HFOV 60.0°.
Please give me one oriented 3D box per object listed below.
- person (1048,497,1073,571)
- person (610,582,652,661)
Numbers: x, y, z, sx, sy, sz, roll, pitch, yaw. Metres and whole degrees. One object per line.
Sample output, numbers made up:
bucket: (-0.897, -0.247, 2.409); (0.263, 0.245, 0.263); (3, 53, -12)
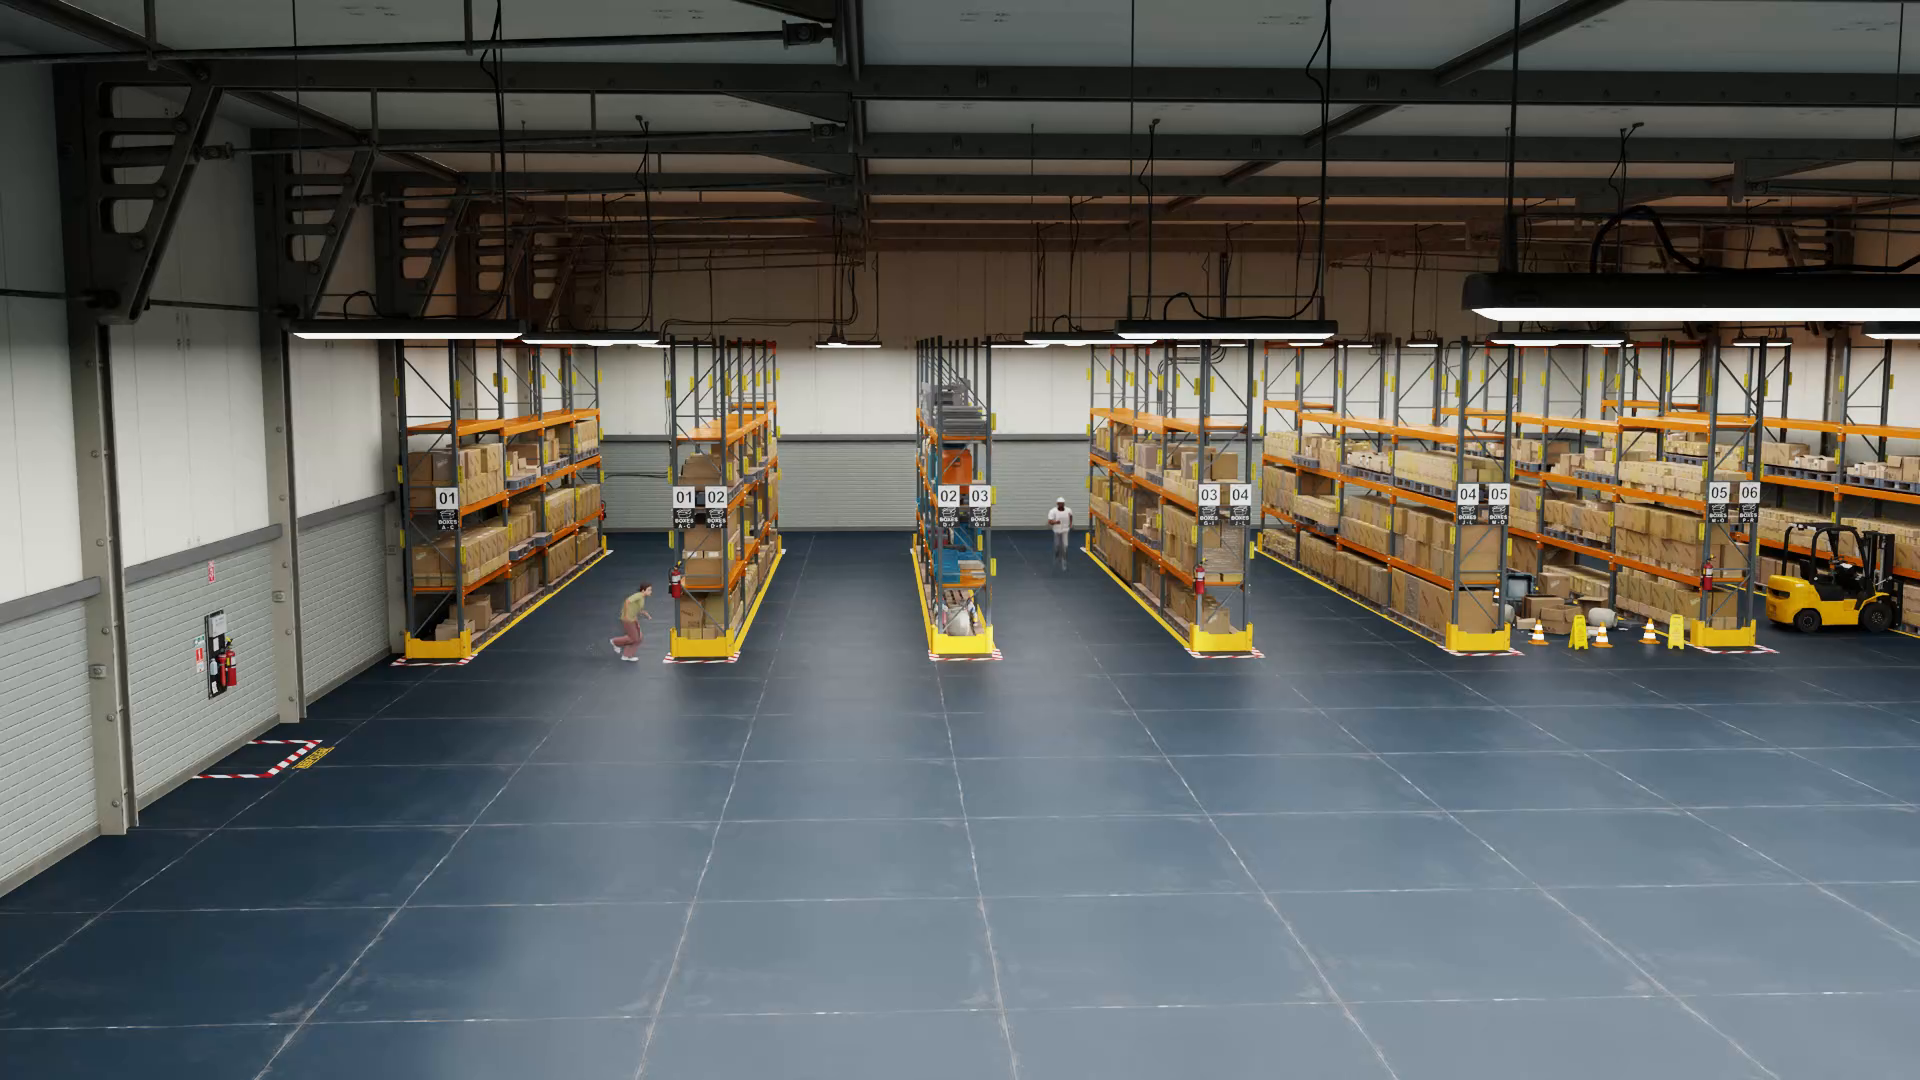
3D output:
person: (2.560, -0.166, 42.211); (0.679, 1.858, 0.835); (-1, 7, -6)
person: (-6.093, 1.510, 30.737); (0.838, 1.487, 0.600); (2, 7, 14)
